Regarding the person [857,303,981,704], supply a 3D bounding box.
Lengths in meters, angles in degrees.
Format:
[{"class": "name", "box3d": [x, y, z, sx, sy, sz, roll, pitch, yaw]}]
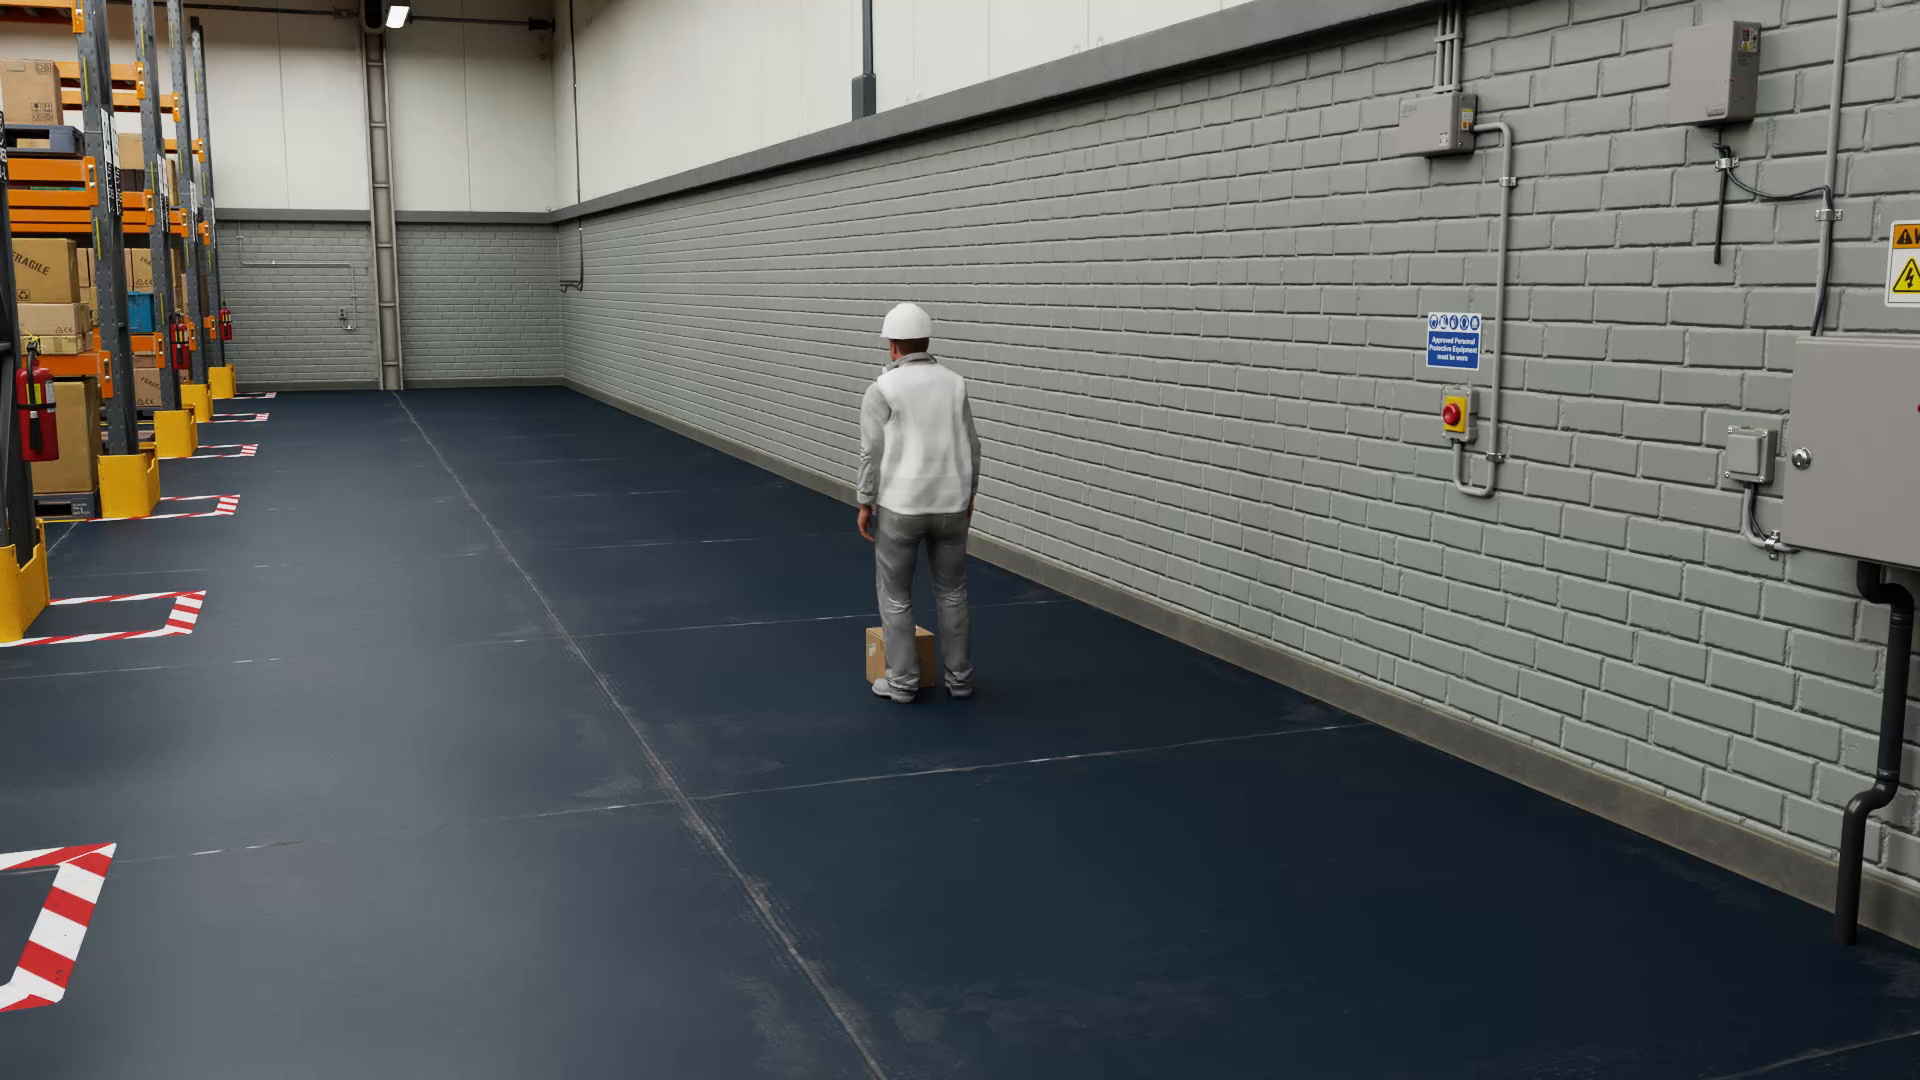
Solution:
[{"class": "person", "box3d": [-0.185, -0.164, 7.435, 0.594, 1.771, 0.462, -4, 10, -24]}]
